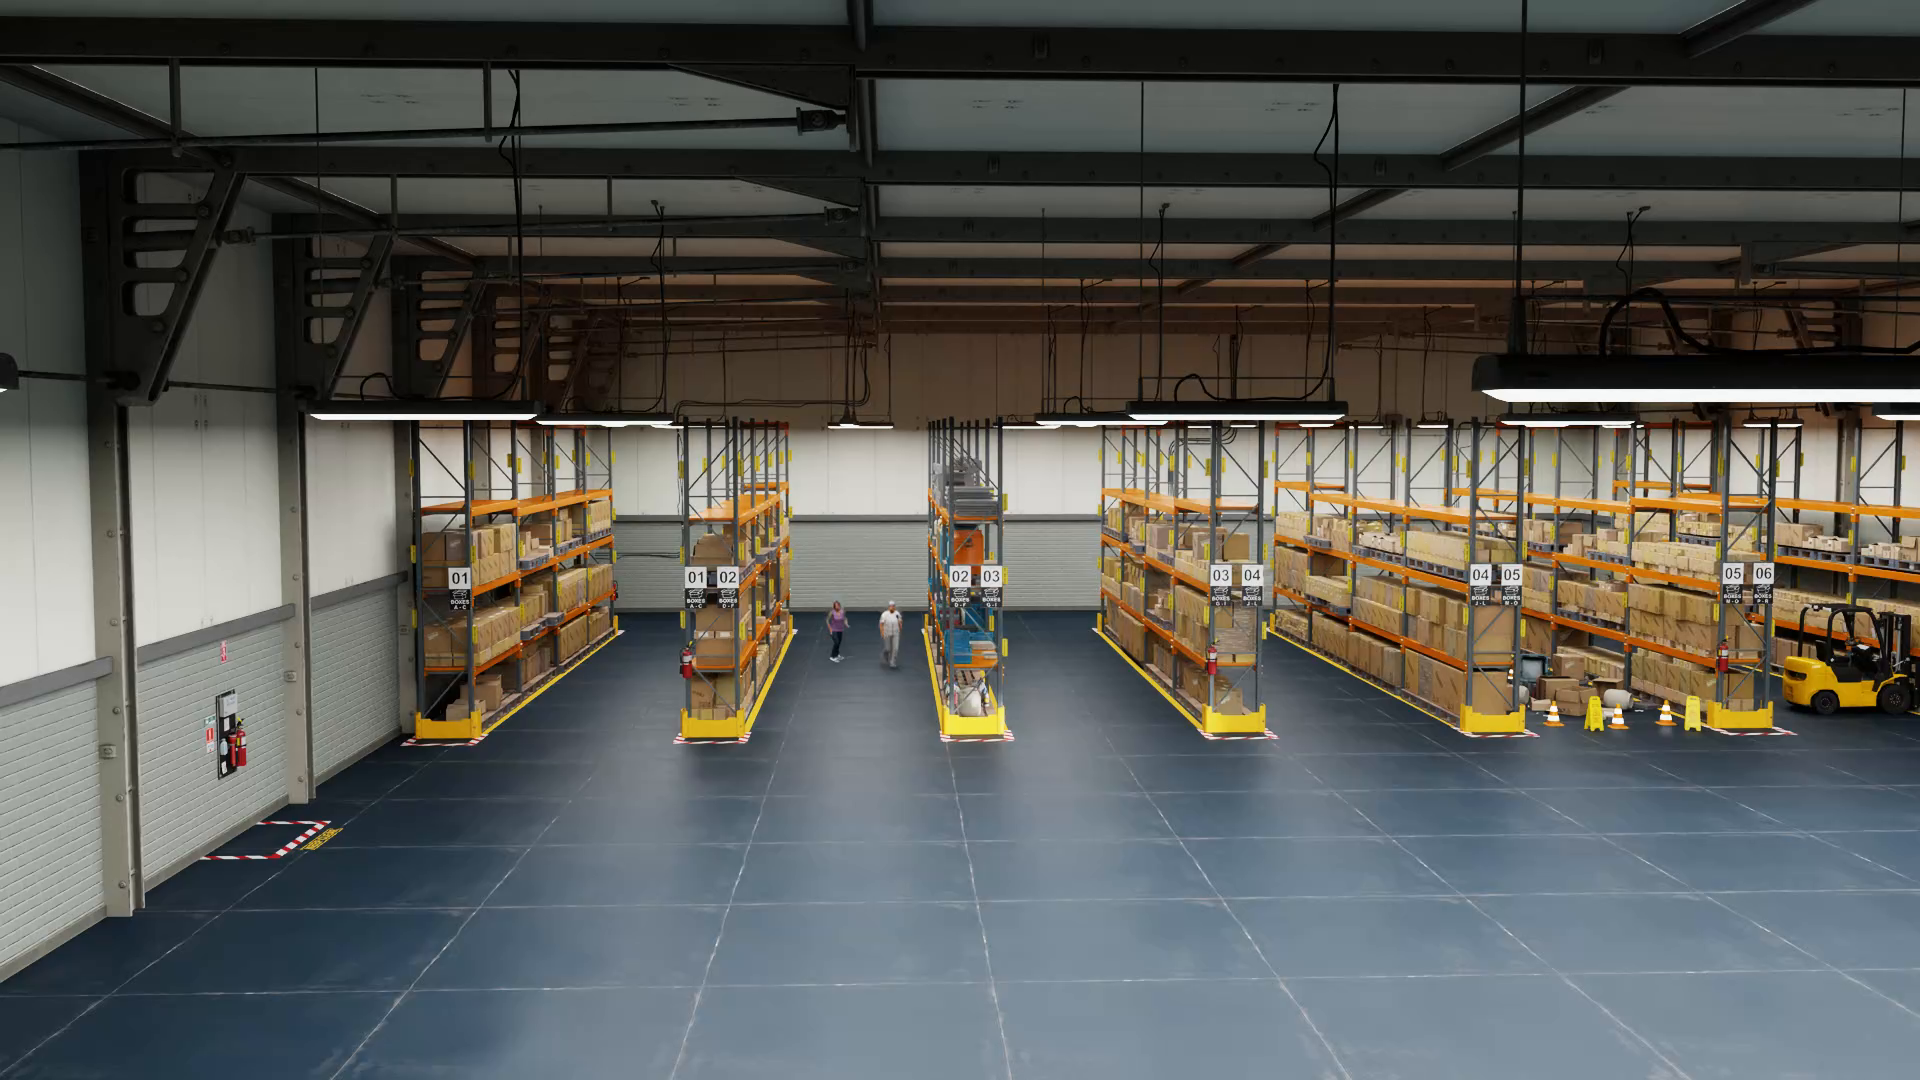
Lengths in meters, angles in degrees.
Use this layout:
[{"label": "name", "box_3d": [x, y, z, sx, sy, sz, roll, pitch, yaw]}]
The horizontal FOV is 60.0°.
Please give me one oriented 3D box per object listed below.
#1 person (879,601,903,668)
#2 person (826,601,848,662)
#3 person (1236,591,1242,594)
[{"label": "person", "box_3d": [-1.677, 2.286, 40.470, 0.593, 1.609, 0.584, -1, 4, -12]}, {"label": "person", "box_3d": [-3.037, 2.274, 41.455, 0.574, 1.540, 0.752, -4, 5, -43]}, {"label": "person", "box_3d": [7.947, 1.741, 47.809, 0.719, 1.760, 0.646, 1, 4, 20]}]
